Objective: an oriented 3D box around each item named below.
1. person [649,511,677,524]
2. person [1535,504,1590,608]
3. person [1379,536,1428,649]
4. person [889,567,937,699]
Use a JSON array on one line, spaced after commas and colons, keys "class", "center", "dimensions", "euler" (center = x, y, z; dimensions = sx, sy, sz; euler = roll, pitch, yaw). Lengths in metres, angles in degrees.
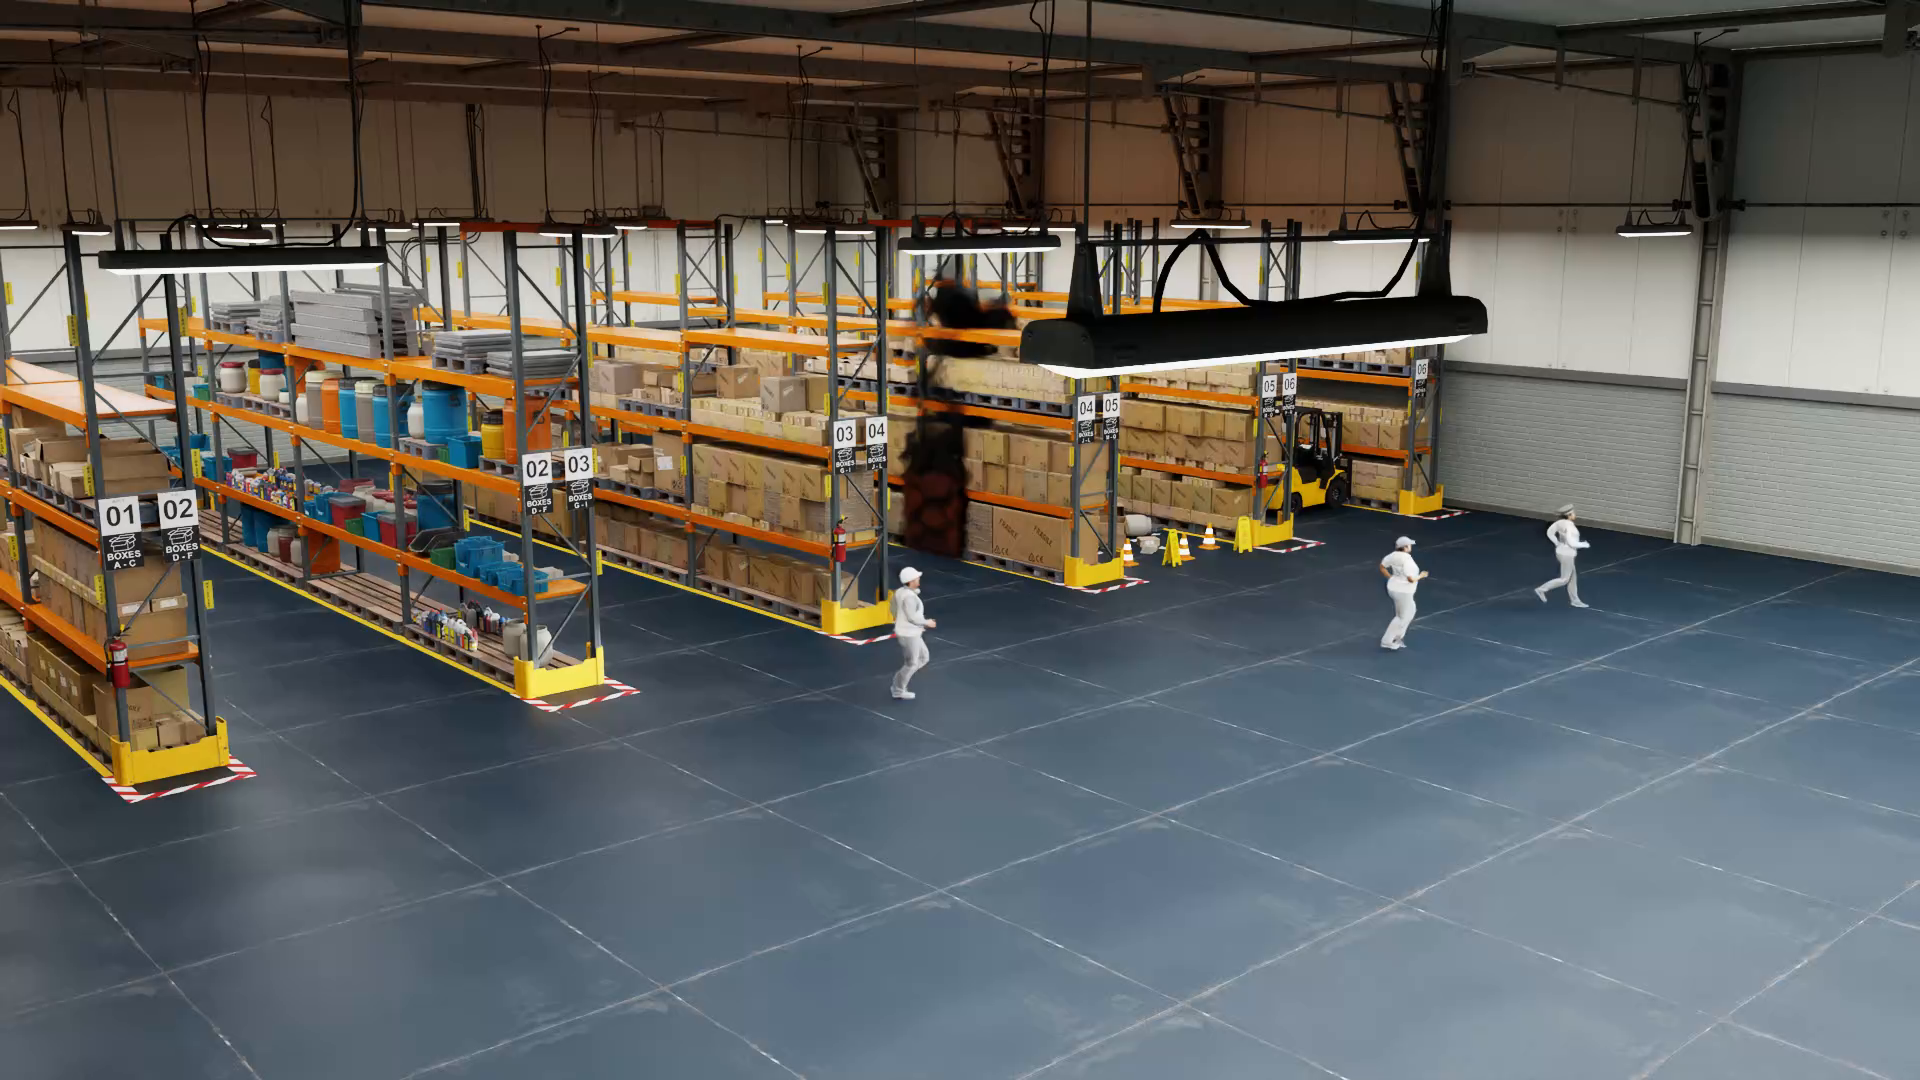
[{"class": "person", "center": [-5.836, -1.030, 32.605], "dimensions": [0.936, 1.717, 0.661], "euler": [10, 15, 40]}, {"class": "person", "center": [9.553, 0.260, 26.291], "dimensions": [0.901, 1.692, 0.616], "euler": [0, 11, 0]}, {"class": "person", "center": [6.366, 0.778, 23.883], "dimensions": [0.661, 1.695, 0.586], "euler": [-2, 12, -10]}, {"class": "person", "center": [-0.608, 1.197, 21.513], "dimensions": [0.604, 1.736, 0.663], "euler": [-2, 12, -9]}]
